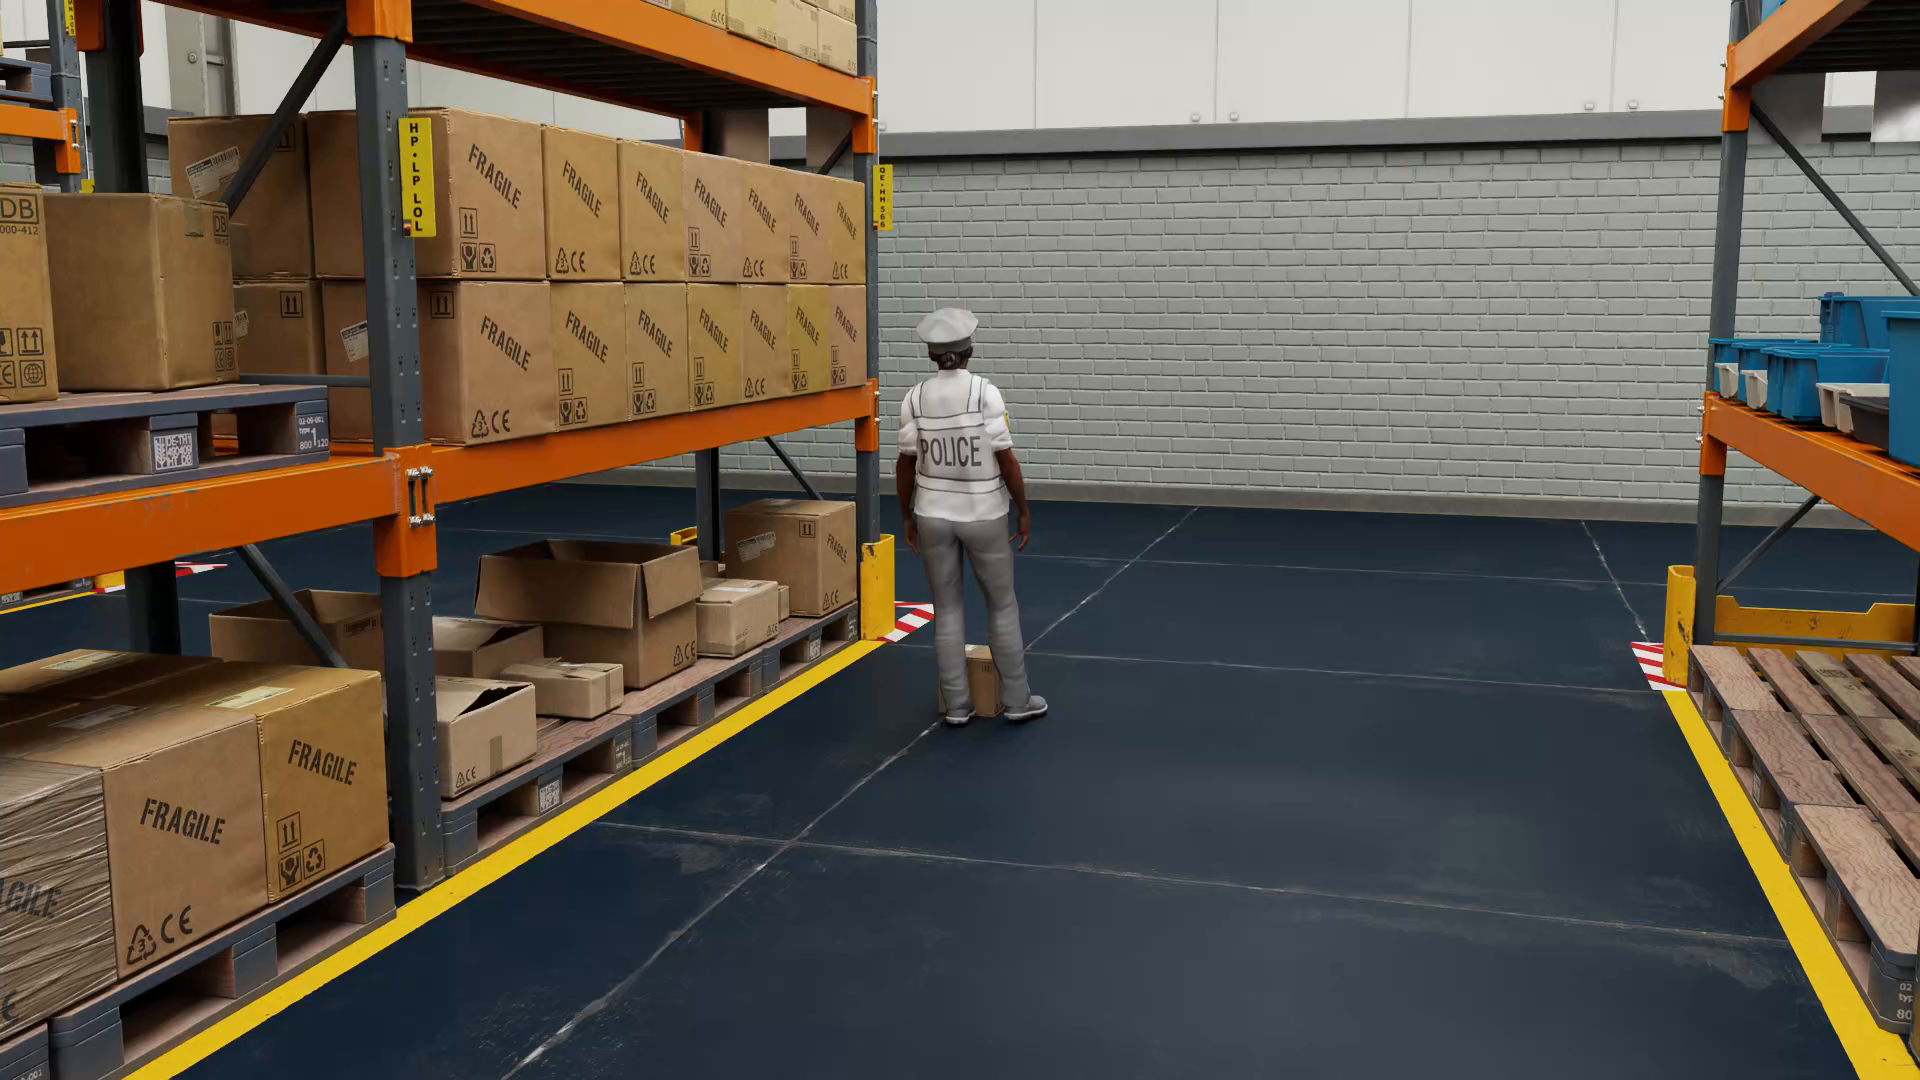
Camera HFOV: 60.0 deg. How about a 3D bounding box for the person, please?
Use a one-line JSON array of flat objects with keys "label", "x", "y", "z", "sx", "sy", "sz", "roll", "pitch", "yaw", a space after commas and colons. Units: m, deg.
[{"label": "person", "x": 0.042, "y": -0.094, "z": 6.796, "sx": 0.570, "sy": 1.698, "sz": 0.527, "roll": 2, "pitch": 9, "yaw": 16}]
